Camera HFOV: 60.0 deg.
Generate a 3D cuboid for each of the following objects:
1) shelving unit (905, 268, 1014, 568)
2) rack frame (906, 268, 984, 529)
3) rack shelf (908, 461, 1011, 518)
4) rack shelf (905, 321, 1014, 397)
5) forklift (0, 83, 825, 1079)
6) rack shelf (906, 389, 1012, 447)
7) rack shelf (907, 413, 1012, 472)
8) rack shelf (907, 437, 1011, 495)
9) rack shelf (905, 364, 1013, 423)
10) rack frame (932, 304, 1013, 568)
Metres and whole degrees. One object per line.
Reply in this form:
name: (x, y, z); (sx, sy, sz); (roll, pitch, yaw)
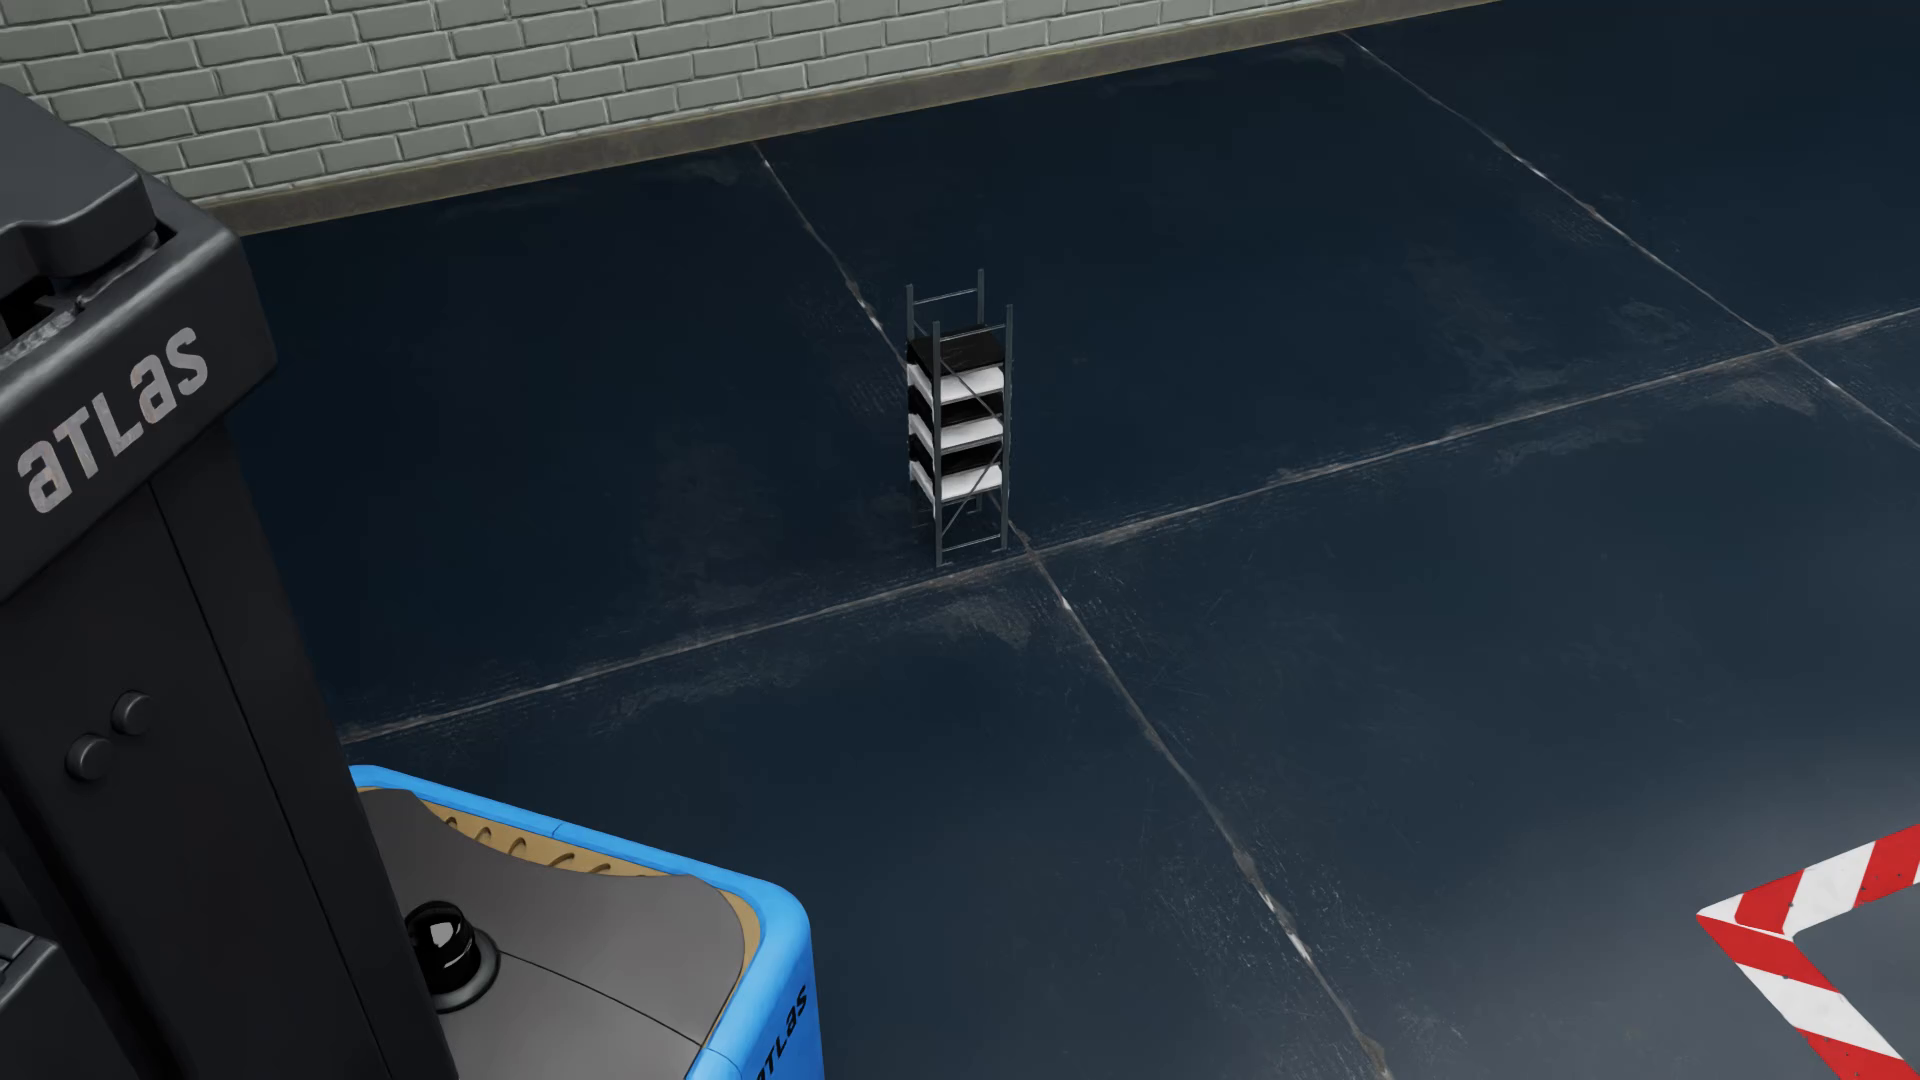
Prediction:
shelving unit: (-0.003, -0.346, 4.962); (0.258, 0.900, 0.210); (-15, 43, -17)
rack frame: (-0.042, -0.407, 5.034); (0.240, 0.900, 0.006); (-15, 43, -17)
rack shelf: (-0.003, -0.184, 5.101); (0.258, 0.077, 0.200); (-15, 43, -17)
rack shelf: (-0.003, -0.526, 4.808); (0.258, 0.077, 0.200); (-15, 43, -17)
forklift: (-1.218, 1.119, 1.701); (1.130, 2.935, 3.031); (13, 42, 15)
rack shelf: (-0.003, -0.389, 4.925); (0.258, 0.077, 0.200); (-15, 43, -17)
rack shelf: (-0.003, -0.321, 4.984); (0.258, 0.077, 0.200); (-15, 43, -17)
rack shelf: (-0.003, -0.253, 5.043); (0.258, 0.077, 0.200); (-15, 43, -17)
rack shelf: (-0.003, -0.457, 4.867); (0.258, 0.077, 0.200); (-15, 43, -17)
rack frame: (0.036, -0.285, 4.891); (0.240, 0.900, 0.006); (-15, 43, -17)
